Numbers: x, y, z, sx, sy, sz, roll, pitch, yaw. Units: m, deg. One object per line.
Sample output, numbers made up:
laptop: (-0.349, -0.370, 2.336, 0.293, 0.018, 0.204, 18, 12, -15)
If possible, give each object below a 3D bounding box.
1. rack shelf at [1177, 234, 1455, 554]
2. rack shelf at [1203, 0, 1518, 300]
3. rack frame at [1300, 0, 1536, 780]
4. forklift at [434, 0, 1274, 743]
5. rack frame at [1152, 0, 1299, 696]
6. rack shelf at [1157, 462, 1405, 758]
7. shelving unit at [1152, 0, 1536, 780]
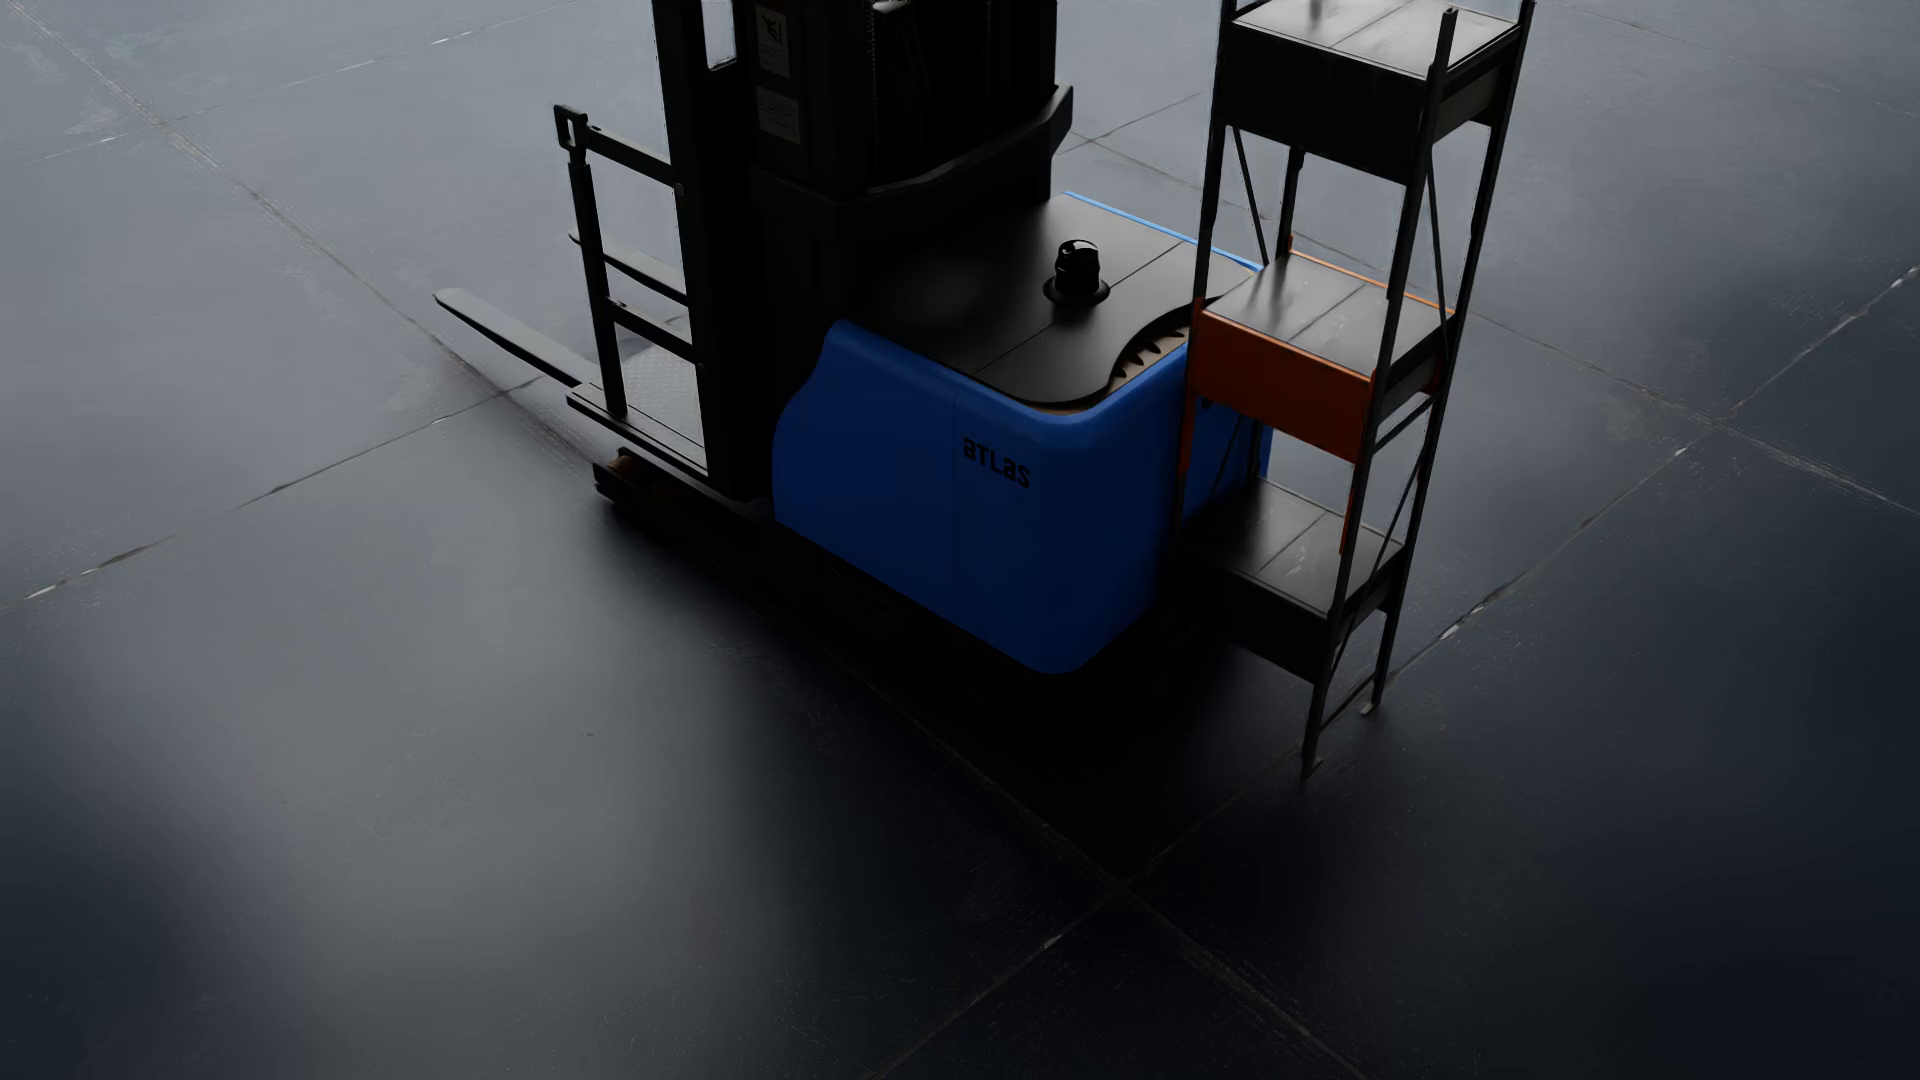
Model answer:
rack shelf: (0.866, -0.362, 4.049, 0.480, 0.518, 0.431, 29, 47, 31)
rack shelf: (0.866, -0.907, 3.610, 0.480, 0.518, 0.431, 29, 47, 31)
rack frame: (1.050, -0.272, 3.916, 0.015, 2.100, 0.400, 29, 47, 31)
forklift: (-0.540, -1.385, 4.632, 3.031, 2.935, 1.130, 29, 47, 31)
rack frame: (0.682, -0.474, 4.166, 0.015, 2.100, 0.400, 29, 47, 31)
rack shelf: (0.866, 0.182, 4.489, 0.480, 0.518, 0.431, 29, 47, 31)
shelving unit: (0.866, -0.373, 4.041, 0.503, 2.100, 0.431, 29, 47, 31)
